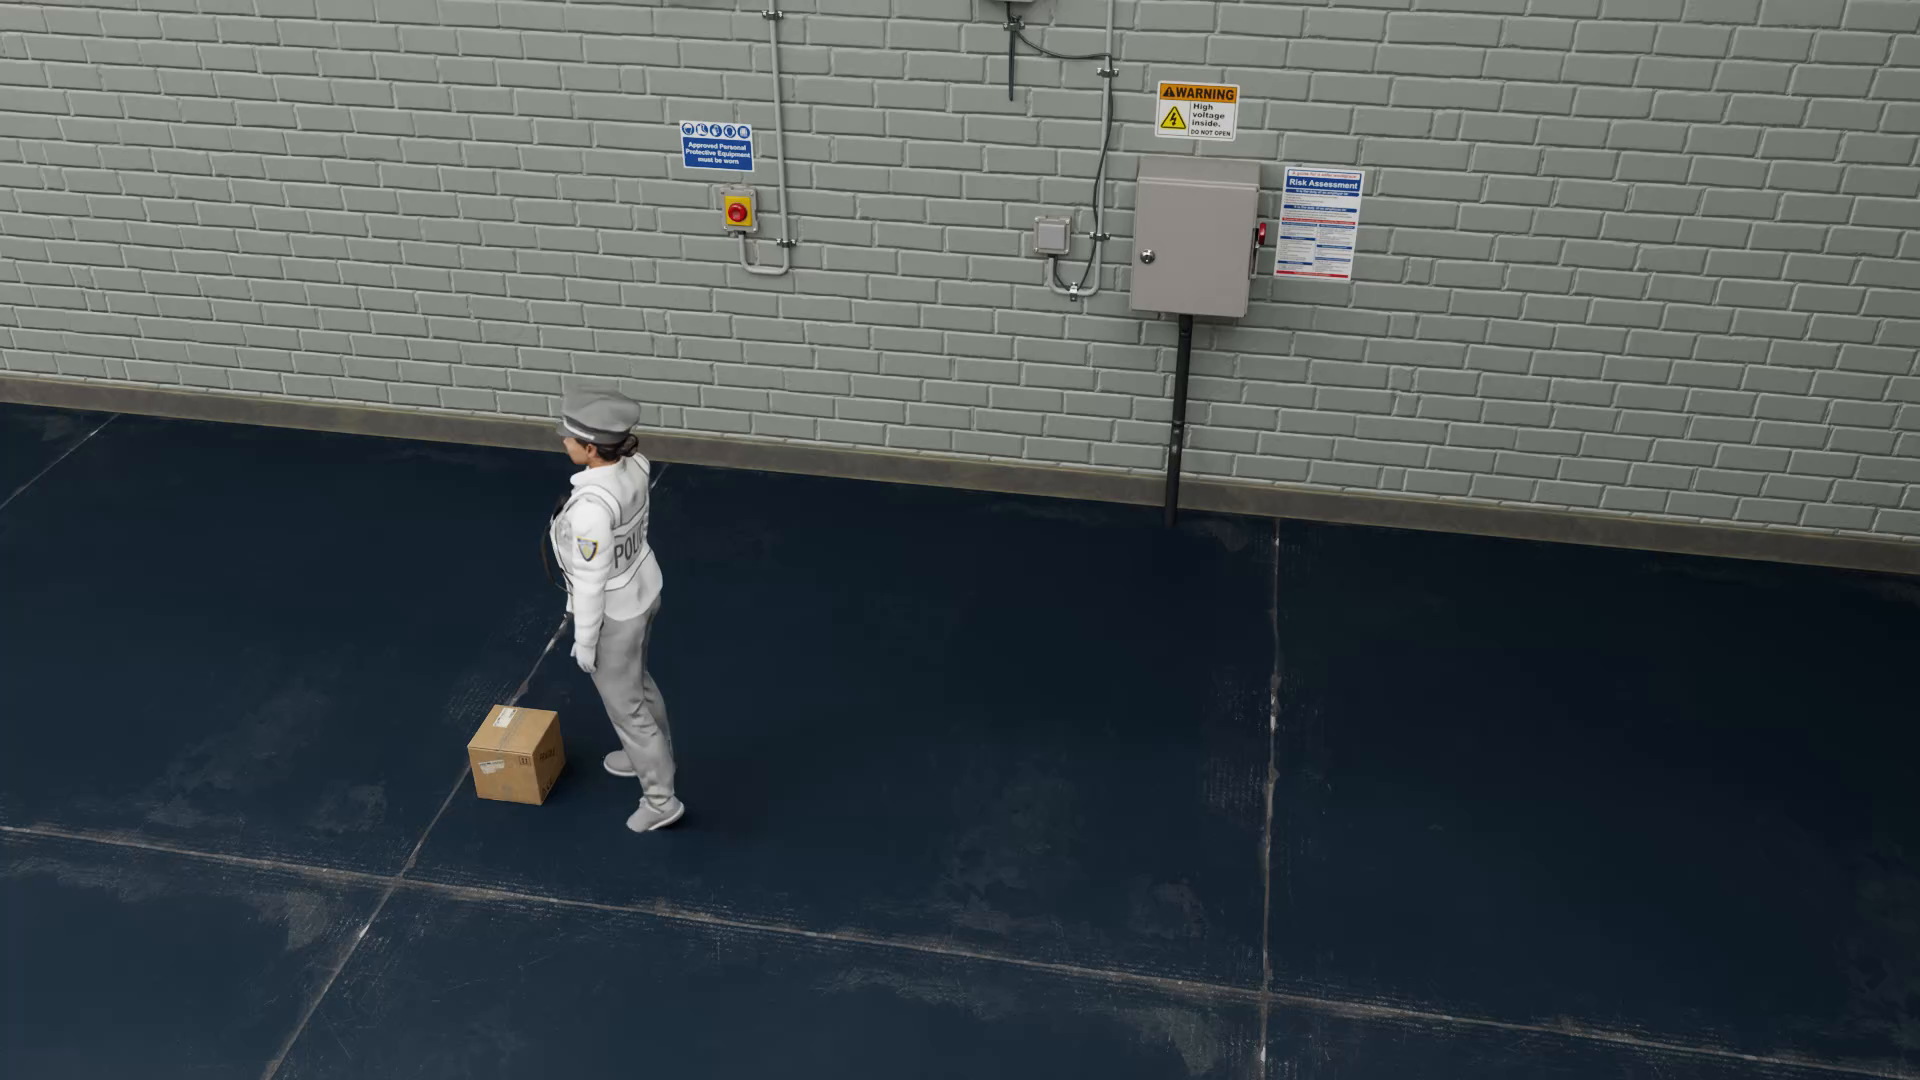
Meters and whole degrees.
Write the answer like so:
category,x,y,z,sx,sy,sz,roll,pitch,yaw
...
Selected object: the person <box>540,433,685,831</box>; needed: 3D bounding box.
category,x,y,z,sx,sy,sz,roll,pitch,yaw
person,-1.186,0.282,5.766,0.391,1.719,0.473,6,33,9
